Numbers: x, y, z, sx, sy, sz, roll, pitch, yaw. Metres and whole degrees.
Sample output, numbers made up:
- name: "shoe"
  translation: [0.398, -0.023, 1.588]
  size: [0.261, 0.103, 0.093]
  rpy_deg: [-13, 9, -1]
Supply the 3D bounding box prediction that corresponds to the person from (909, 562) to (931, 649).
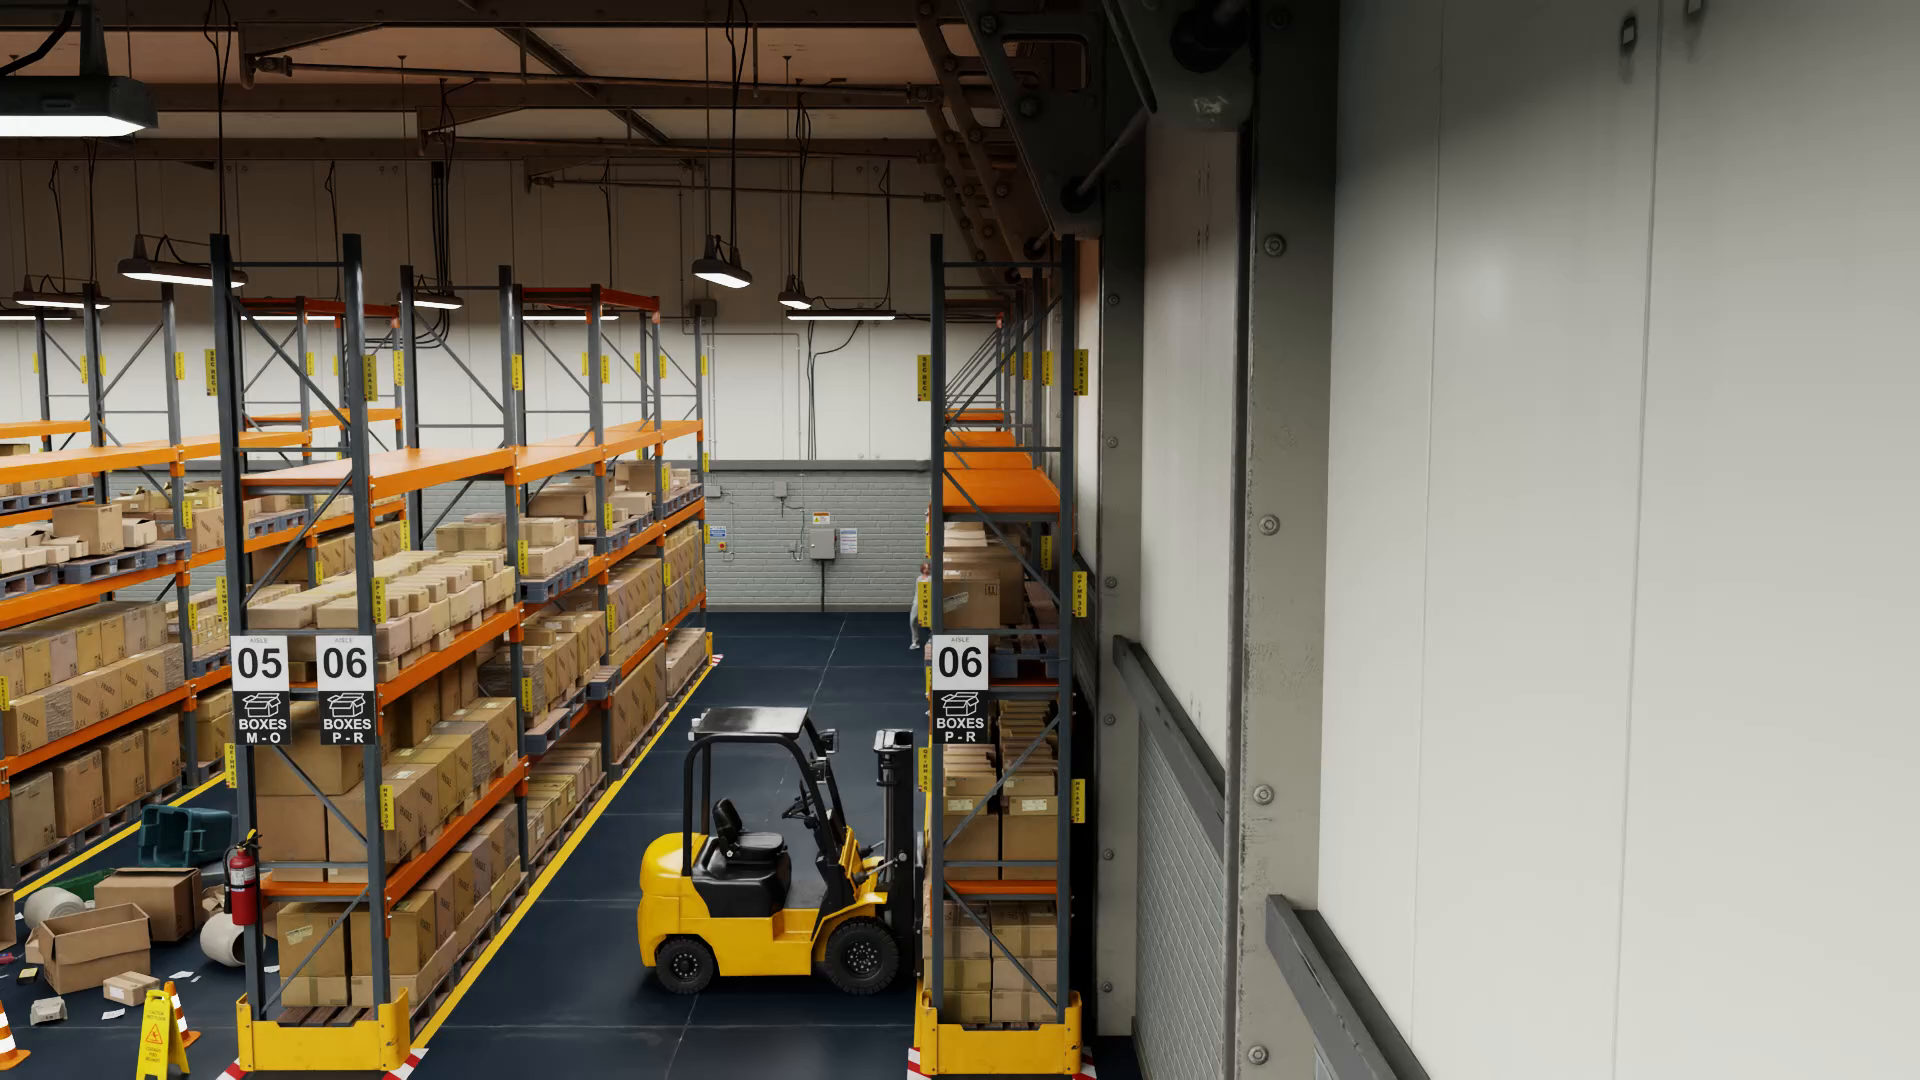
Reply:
- name: "person"
  translation: [-0.673, 1.172, 29.535]
  size: [0.437, 1.492, 0.628]
  rpy_deg: [3, 7, 27]
